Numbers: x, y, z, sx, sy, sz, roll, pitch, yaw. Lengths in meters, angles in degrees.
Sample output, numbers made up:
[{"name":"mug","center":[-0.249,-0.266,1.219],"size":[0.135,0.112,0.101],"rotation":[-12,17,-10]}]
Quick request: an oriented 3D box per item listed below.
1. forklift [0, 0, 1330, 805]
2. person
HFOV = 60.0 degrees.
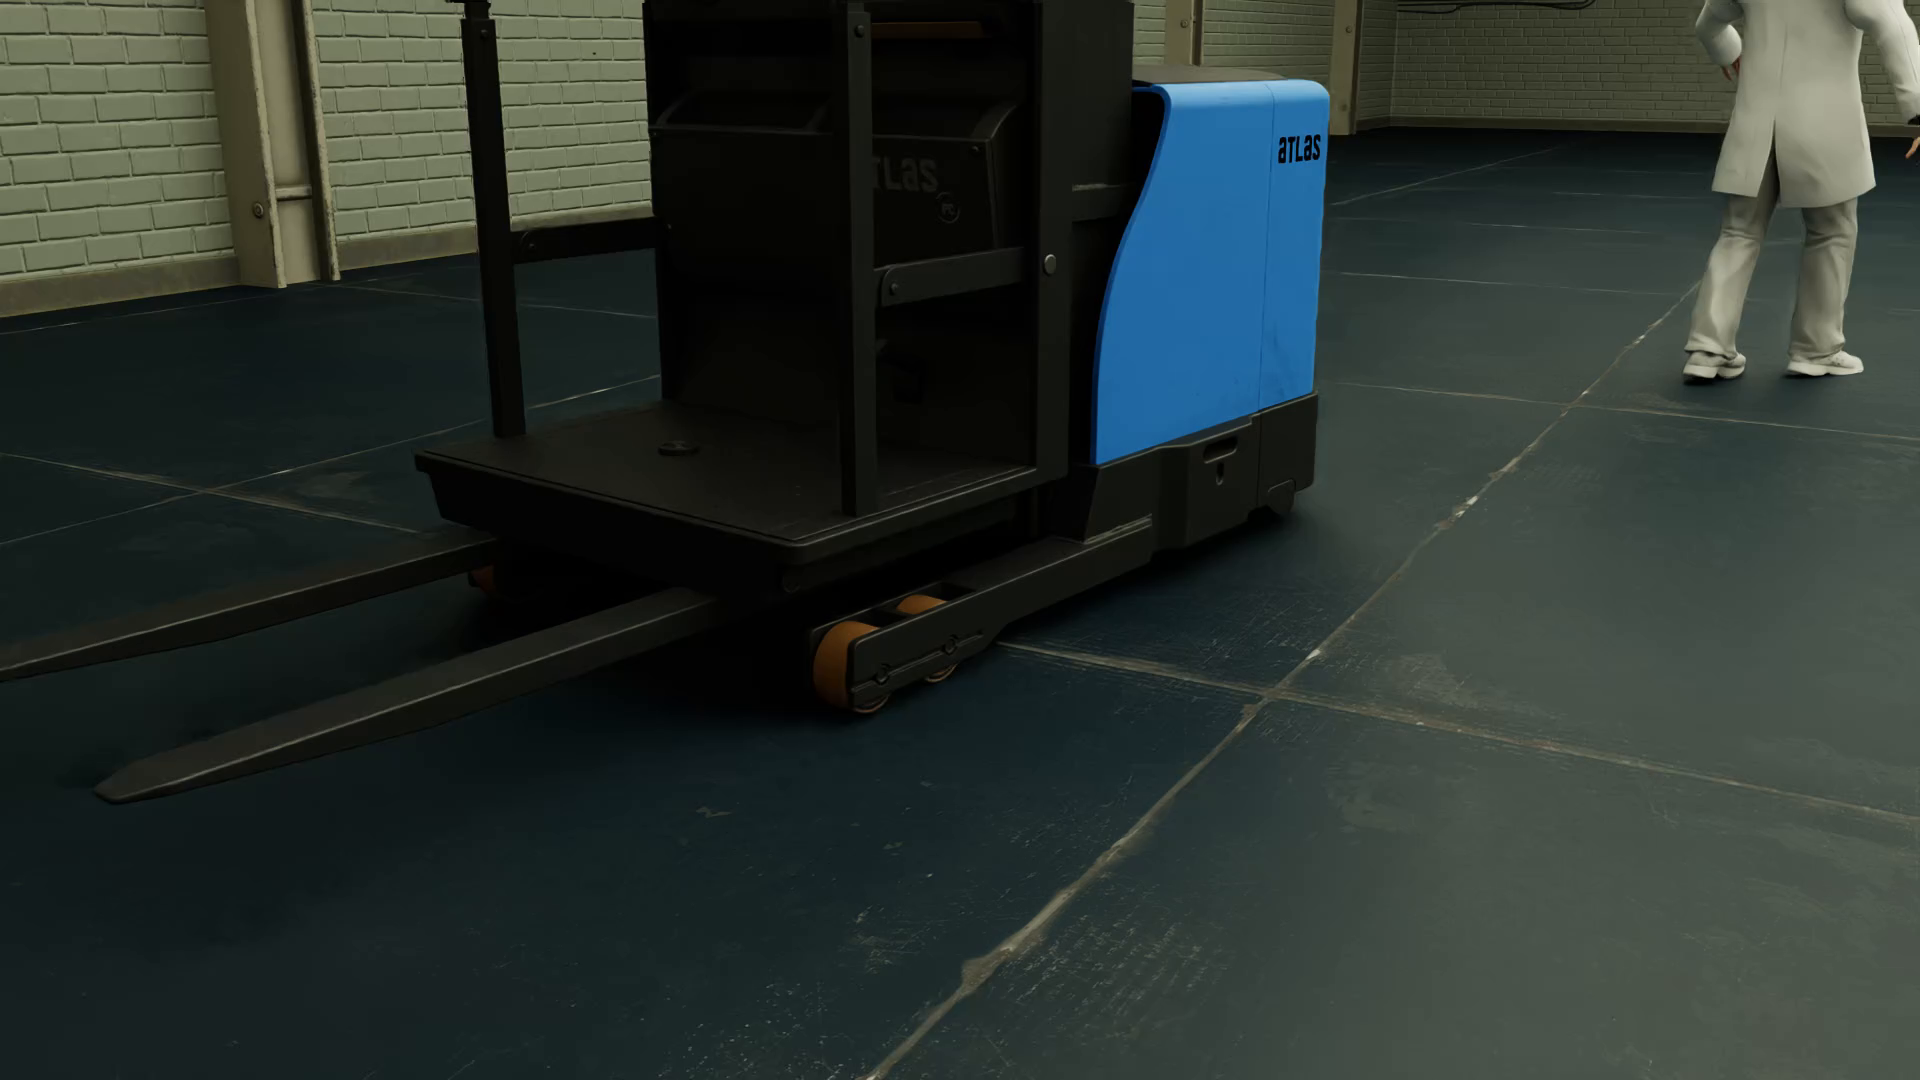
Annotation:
[{"name":"forklift","center":[-0.399,-1.252,3.103],"size":[1.130,2.935,3.031],"rotation":[13,21,37]},{"name":"person","center":[2.978,-1.429,5.827],"size":[0.810,1.756,1.023],"rotation":[-13,21,-38]}]
